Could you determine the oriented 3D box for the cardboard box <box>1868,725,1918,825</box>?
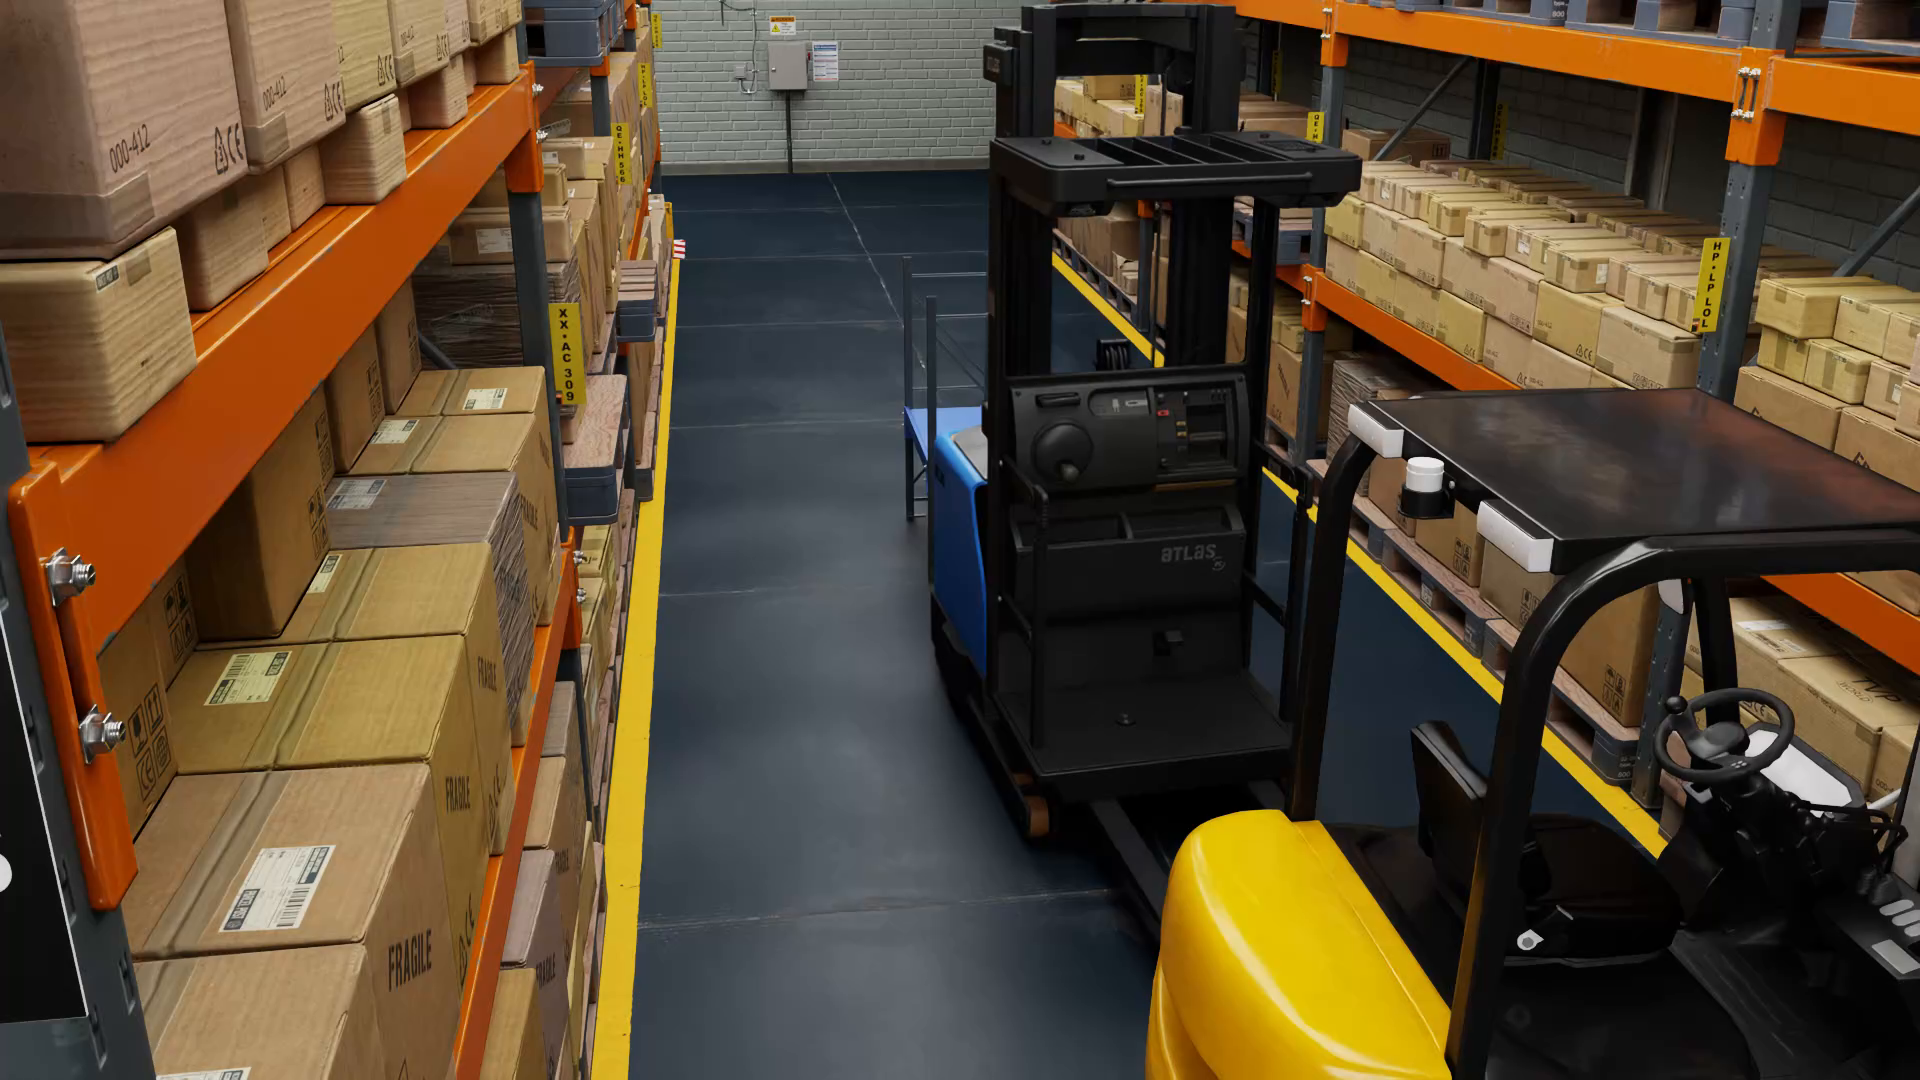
[{"bbox_3d":[3.035,0.751,4.819,0.500,0.250,0.500,-2,21,-6],"label":"cardboard box"}]

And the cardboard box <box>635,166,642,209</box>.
[{"bbox_3d":[-2.549,-2.534,11.927,0.500,0.250,0.500,-3,21,-9],"label":"cardboard box"}]

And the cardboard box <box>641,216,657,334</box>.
[{"bbox_3d":[-2.767,-1.914,12.489,0.875,0.875,0.875,-2,21,-6],"label":"cardboard box"}]

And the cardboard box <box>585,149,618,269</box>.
[{"bbox_3d":[-1.933,-1.599,8.042,0.500,0.500,0.500,-3,21,-9],"label":"cardboard box"}]

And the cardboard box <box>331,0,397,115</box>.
[{"bbox_3d":[-1.176,-0.782,2.526,0.500,0.250,0.500,-2,21,-6],"label":"cardboard box"}]

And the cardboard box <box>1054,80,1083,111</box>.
[{"bbox_3d":[1.198,-4.458,16.654,0.500,0.250,0.500,-3,21,-7],"label":"cardboard box"}]

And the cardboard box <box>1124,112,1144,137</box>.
[{"bbox_3d":[1.661,-3.408,13.842,0.500,0.250,0.500,-2,21,-6],"label":"cardboard box"}]

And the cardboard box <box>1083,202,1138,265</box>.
[{"bbox_3d":[1.456,-2.883,15.619,0.500,0.500,0.500,-3,21,-7],"label":"cardboard box"}]

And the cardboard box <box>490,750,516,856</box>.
[{"bbox_3d":[-1.204,0.589,3.710,0.380,0.149,0.250,-3,21,-7],"label":"cardboard box"}]

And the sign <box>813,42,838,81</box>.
[{"bbox_3d":[-1.789,-6.366,22.111,0.329,0.494,0.001,-3,21,-8],"label":"sign"}]

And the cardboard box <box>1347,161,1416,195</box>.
[{"bbox_3d":[2.307,-2.015,9.254,0.380,0.149,0.250,-2,21,-6],"label":"cardboard box"}]

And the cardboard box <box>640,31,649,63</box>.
[{"bbox_3d":[-2.964,-4.143,14.450,0.500,0.500,0.500,-3,21,-8],"label":"cardboard box"}]

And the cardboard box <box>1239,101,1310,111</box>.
[{"bbox_3d":[2.012,-2.788,11.651,0.700,0.500,0.500,-3,21,-8],"label":"cardboard box"}]

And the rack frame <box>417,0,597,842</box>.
[{"bbox_3d":[-1.782,-0.153,5.339,1.000,3.000,0.127,-3,21,-8],"label":"rack frame"}]

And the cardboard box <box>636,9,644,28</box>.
[{"bbox_3d":[-3.085,-4.752,15.152,0.380,0.149,0.250,-2,21,-7],"label":"cardboard box"}]

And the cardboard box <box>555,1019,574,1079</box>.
[{"bbox_3d":[-1.275,1.490,4.270,0.500,0.250,0.500,-3,21,-7],"label":"cardboard box"}]

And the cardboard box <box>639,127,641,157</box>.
[{"bbox_3d":[-2.631,-2.946,12.318,0.500,0.250,0.500,-3,21,-8],"label":"cardboard box"}]

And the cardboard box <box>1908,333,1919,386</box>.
[{"bbox_3d":[2.990,-0.501,4.776,0.380,0.149,0.250,-2,21,-7],"label":"cardboard box"}]

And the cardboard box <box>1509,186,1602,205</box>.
[{"bbox_3d":[2.990,-1.684,8.369,0.380,0.149,0.250,-3,21,-8],"label":"cardboard box"}]

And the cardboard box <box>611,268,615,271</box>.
[{"bbox_3d":[-1.859,-1.254,8.045,0.380,0.149,0.250,-4,21,-10],"label":"cardboard box"}]

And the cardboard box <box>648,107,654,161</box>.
[{"bbox_3d":[-2.878,-3.492,14.137,0.500,0.500,0.500,-3,21,-7],"label":"cardboard box"}]

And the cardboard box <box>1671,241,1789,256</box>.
[{"bbox_3d":[3.212,-1.157,6.958,0.380,0.149,0.250,-3,21,-8],"label":"cardboard box"}]

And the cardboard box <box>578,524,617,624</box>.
[{"bbox_3d":[-2.069,0.210,7.521,0.950,0.372,0.625,-2,21,-6],"label":"cardboard box"}]

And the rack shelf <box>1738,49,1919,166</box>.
[{"bbox_3d":[3.418,-0.780,3.760,1.077,0.370,4.000,-3,21,-8],"label":"rack shelf"}]

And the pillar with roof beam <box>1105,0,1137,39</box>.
[{"bbox_3d":[-2.357,-8.132,18.127,9.100,9.000,0.400,-3,21,-8],"label":"pillar with roof beam"}]

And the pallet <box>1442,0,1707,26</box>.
[{"bbox_3d":[2.903,-2.489,7.575,1.003,0.211,1.213,-2,21,-5],"label":"pallet"}]

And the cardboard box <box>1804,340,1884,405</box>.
[{"bbox_3d":[2.954,-0.542,5.311,0.380,0.149,0.250,-2,21,-6],"label":"cardboard box"}]

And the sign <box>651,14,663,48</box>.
[{"bbox_3d":[-2.973,-4.984,16.279,0.100,0.325,0.005,-3,21,-8],"label":"sign"}]

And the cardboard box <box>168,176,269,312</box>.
[{"bbox_3d":[-1.063,-0.367,1.983,0.380,0.149,0.250,-2,21,-6],"label":"cardboard box"}]

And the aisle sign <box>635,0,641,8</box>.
[{"bbox_3d":[-3.215,-5.566,16.117,0.394,0.787,0.004,-3,21,-8],"label":"aisle sign"}]

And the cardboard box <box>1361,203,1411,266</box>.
[{"bbox_3d":[2.446,-1.614,8.751,0.500,0.250,0.500,-2,21,-6],"label":"cardboard box"}]

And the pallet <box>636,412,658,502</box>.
[{"bbox_3d":[-2.398,-0.508,10.276,1.003,0.211,1.213,-3,21,-8],"label":"pallet"}]

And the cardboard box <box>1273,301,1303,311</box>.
[{"bbox_3d":[2.167,-1.464,10.893,0.380,0.149,0.250,-4,21,-10],"label":"cardboard box"}]

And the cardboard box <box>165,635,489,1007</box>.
[{"bbox_3d":[-1.152,0.512,2.990,0.500,0.500,0.500,-3,21,-9],"label":"cardboard box"}]

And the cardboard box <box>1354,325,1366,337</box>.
[{"bbox_3d":[2.774,-1.409,10.746,0.380,0.149,0.250,-2,21,-6],"label":"cardboard box"}]

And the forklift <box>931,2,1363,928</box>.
[{"bbox_3d":[0.702,-0.401,6.100,1.130,2.935,3.031,-5,21,-12],"label":"forklift"}]

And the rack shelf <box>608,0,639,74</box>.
[{"bbox_3d":[-2.647,-3.299,10.502,1.077,0.370,4.000,-3,21,-8],"label":"rack shelf"}]

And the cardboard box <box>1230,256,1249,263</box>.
[{"bbox_3d":[1.981,-2.004,12.339,0.380,0.149,0.250,-3,21,-8],"label":"cardboard box"}]

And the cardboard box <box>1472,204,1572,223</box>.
[{"bbox_3d":[2.637,-1.484,7.831,0.380,0.149,0.250,-3,21,-8],"label":"cardboard box"}]

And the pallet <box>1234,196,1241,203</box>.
[{"bbox_3d":[2.268,-2.373,11.556,1.003,0.211,1.213,-3,21,-8],"label":"pallet"}]

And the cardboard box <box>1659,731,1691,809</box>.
[{"bbox_3d":[2.871,0.871,5.927,0.500,0.250,0.500,-3,21,-7],"label":"cardboard box"}]

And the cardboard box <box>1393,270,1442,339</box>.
[{"bbox_3d":[2.524,-1.201,8.359,0.500,0.250,0.500,-4,21,-10],"label":"cardboard box"}]

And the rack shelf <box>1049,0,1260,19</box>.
[{"bbox_3d":[1.688,-4.935,14.884,1.077,0.370,4.000,-3,21,-8],"label":"rack shelf"}]

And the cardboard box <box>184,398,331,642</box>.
[{"bbox_3d":[-1.670,-0.115,3.241,0.700,0.500,0.500,-3,21,-8],"label":"cardboard box"}]

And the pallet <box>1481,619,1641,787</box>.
[{"bbox_3d":[2.985,0.648,7.178,1.003,0.211,1.213,-3,21,-8],"label":"pallet"}]

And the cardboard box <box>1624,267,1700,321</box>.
[{"bbox_3d":[2.805,-0.951,6.405,0.380,0.149,0.250,-3,21,-9],"label":"cardboard box"}]

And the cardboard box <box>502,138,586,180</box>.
[{"bbox_3d":[-1.844,-1.673,7.312,0.380,0.149,0.250,-4,21,-10],"label":"cardboard box"}]

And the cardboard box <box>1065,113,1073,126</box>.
[{"bbox_3d":[1.258,-4.228,16.609,0.380,0.149,0.250,-2,21,-6],"label":"cardboard box"}]

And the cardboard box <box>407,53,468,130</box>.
[{"bbox_3d":[-1.300,-0.990,3.651,0.380,0.149,0.250,-2,21,-6],"label":"cardboard box"}]

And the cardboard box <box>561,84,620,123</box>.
[{"bbox_3d":[-2.269,-2.408,9.803,0.500,0.500,0.500,-3,21,-8],"label":"cardboard box"}]

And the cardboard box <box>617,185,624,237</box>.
[{"bbox_3d":[-2.187,-1.890,9.489,0.500,0.250,0.500,-3,21,-8],"label":"cardboard box"}]

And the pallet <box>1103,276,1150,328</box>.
[{"bbox_3d":[1.878,-2.106,14.553,1.003,0.211,1.213,-3,21,-8],"label":"pallet"}]

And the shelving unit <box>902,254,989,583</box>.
[{"bbox_3d":[0.012,-0.673,8.875,0.538,1.500,1.048,-3,21,-8],"label":"shelving unit"}]
